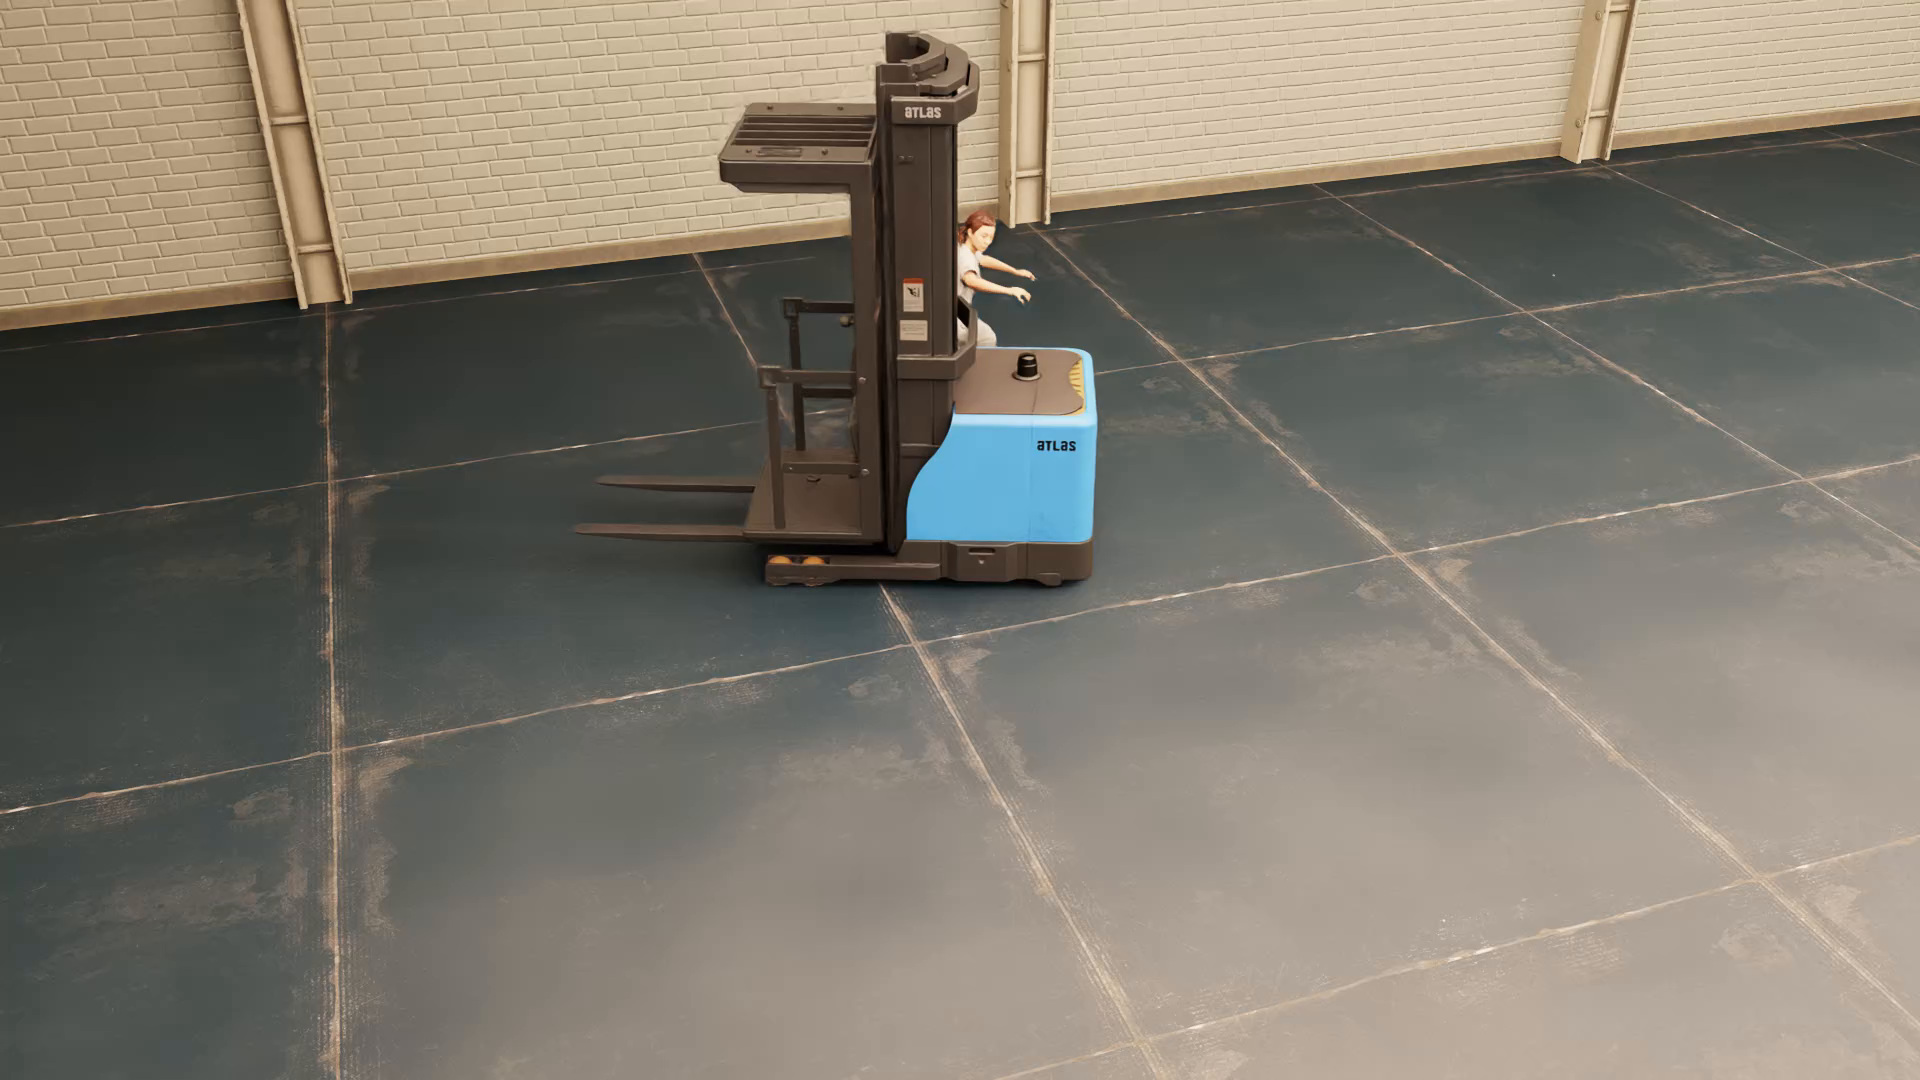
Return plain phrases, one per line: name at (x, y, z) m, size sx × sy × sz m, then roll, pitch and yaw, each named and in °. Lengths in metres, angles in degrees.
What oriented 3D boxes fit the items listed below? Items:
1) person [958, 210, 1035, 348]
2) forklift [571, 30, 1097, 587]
person at (0.208, -1.461, 11.184) m, size 1.071 × 1.444 × 0.797 m, roll -25°, pitch 38°, yaw -36°
forklift at (-0.736, -1.266, 9.287) m, size 3.031 × 2.935 × 1.130 m, roll 1°, pitch 30°, yaw 2°
